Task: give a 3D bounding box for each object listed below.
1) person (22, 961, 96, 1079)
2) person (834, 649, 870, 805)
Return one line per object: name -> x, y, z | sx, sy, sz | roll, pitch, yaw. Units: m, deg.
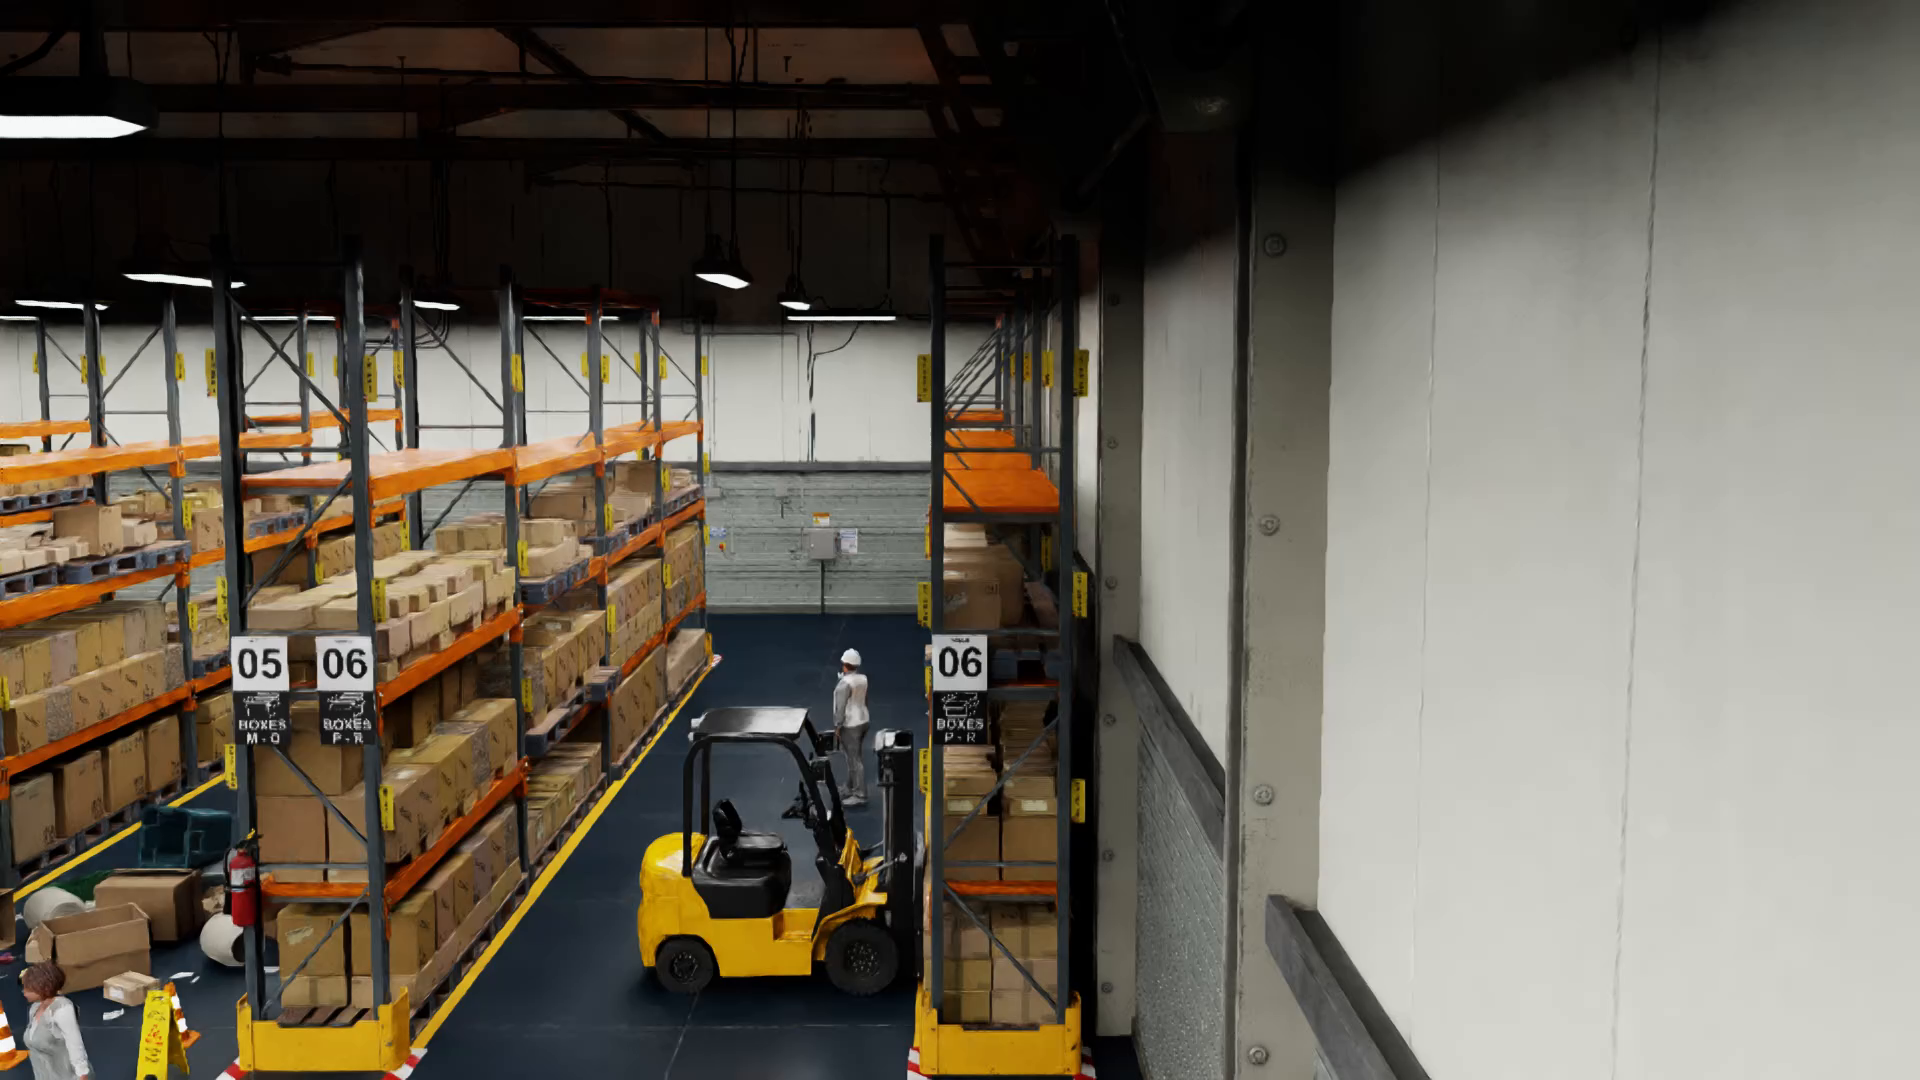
person -> -5.310, 3.290, 10.000 | 0.476, 1.578, 0.491 | 5, 8, 39
person -> -1.286, 2.141, 19.334 | 0.581, 1.768, 0.641 | 3, 7, 23
